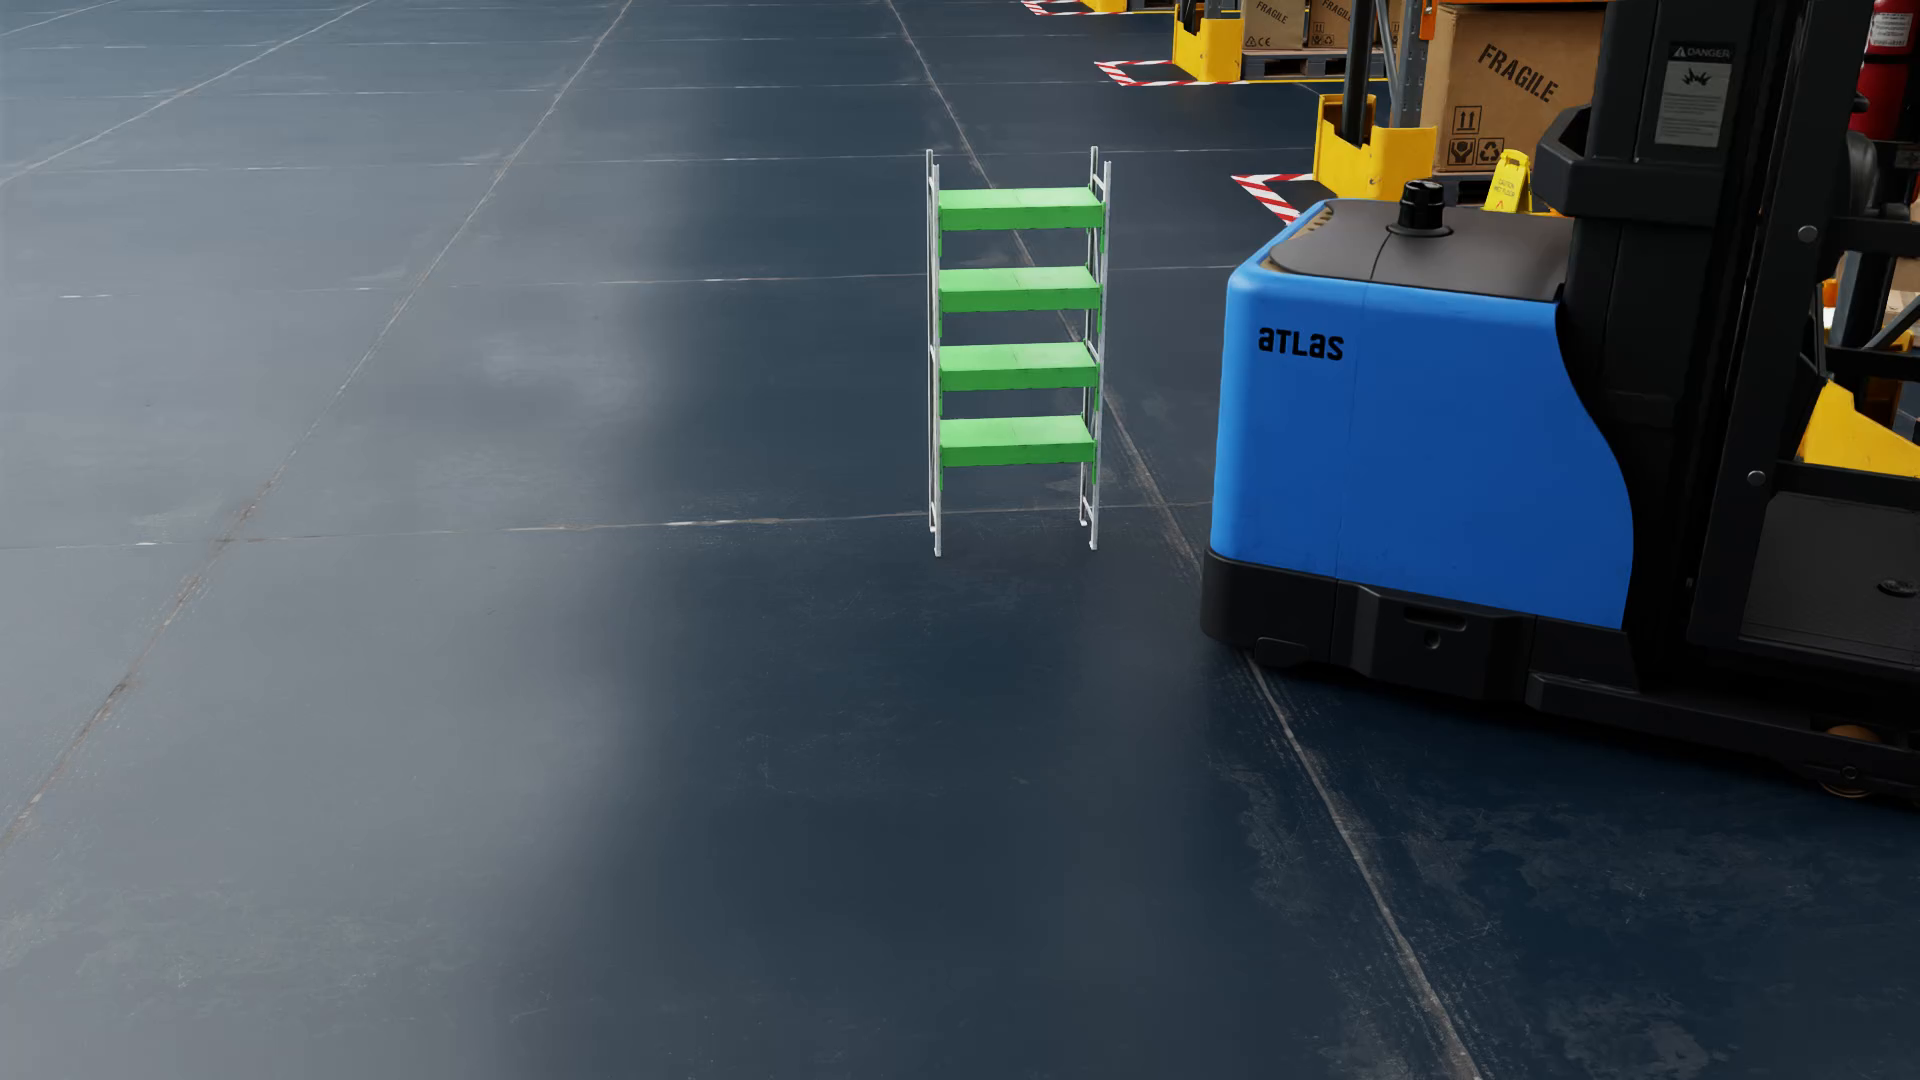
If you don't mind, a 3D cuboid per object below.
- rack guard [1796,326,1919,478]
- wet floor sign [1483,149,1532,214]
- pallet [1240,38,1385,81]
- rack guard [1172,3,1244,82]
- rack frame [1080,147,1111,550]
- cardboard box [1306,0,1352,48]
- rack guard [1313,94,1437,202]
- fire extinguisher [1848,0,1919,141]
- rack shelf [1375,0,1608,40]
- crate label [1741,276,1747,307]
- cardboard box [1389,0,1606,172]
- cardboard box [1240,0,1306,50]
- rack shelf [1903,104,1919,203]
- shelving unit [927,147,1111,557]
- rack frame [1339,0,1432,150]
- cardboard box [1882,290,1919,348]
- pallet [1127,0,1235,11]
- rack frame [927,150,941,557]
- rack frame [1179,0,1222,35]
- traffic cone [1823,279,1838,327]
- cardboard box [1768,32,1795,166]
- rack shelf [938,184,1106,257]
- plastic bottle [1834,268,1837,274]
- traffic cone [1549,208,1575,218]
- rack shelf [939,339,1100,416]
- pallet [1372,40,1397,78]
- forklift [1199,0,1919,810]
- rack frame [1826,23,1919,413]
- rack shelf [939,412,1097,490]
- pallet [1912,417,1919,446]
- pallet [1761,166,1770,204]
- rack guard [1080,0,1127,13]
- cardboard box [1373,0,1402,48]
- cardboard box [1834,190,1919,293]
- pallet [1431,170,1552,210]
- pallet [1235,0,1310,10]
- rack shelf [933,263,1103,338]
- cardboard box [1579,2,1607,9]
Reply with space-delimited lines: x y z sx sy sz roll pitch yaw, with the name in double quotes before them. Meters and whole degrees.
"rack guard" 3.086 -0.260 5.218 0.348 0.500 1.175 -2 24 -5
"wet floor sign" 2.589 -1.518 7.871 0.232 0.644 0.267 -6 25 -14
"pallet" 2.924 -4.151 14.330 1.213 0.211 1.003 -2 24 -5
"rack guard" 2.112 -4.265 14.230 0.348 0.500 1.175 -2 24 -5
"rack frame" 0.408 -0.565 5.043 0.015 1.200 0.240 -2 24 -5
"cardboard box" 3.251 -4.510 14.264 0.500 0.500 0.500 4 24 9
"rack guard" 2.400 -2.252 9.702 0.348 0.500 1.175 -2 24 -5
"fire extinguisher" 2.852 -1.545 5.128 0.183 0.674 0.296 -2 24 -5
"rack shelf" 4.414 -3.147 9.522 4.000 0.370 1.077 -2 24 -5
"crate label" 3.641 -1.121 7.603 0.298 0.136 0.250 -16 29 -32
"cardboard box" 3.092 -2.670 9.663 0.875 0.875 0.875 -2 24 -5
"cardboard box" 2.660 -4.472 14.179 0.500 0.500 0.500 2 24 5
"rack shelf" 5.001 -1.150 5.030 4.000 0.370 1.077 -2 24 -5
"shelving unit" 0.165 -0.555 5.021 0.503 1.200 0.258 -2 24 -5
"rack frame" 2.424 -3.395 9.196 0.127 3.000 1.000 -2 24 -5
"cardboard box" 4.116 -0.965 7.237 0.250 0.149 0.380 10 26 22
"pallet" 2.430 -6.184 18.904 1.213 0.211 1.003 -2 24 -5
"rack frame" -0.078 -0.545 4.999 0.015 1.200 0.240 -2 24 -5
"rack frame" 2.037 -5.404 13.716 0.127 3.000 1.000 -2 24 -5
"traffic cone" 3.312 -0.778 6.431 0.334 0.463 0.336 -2 24 -5
"cardboard box" 4.875 -2.742 9.824 0.875 0.875 0.875 -2 24 -5
"rack shelf" 0.165 -0.935 4.852 0.480 0.148 0.258 -2 24 -5
"plastic bottle" 4.432 -1.373 8.265 0.283 0.061 0.133 -11 26 -23
"traffic cone" 3.092 -1.683 8.468 0.334 0.463 0.336 -2 24 -5
"rack shelf" 0.165 -0.496 5.047 0.480 0.148 0.258 -2 24 -5
"pallet" 4.136 -4.199 14.436 1.213 0.211 1.003 -2 24 -5
"forklift" 2.214 -0.949 3.776 3.031 2.935 1.130 11 26 23
"rack frame" 3.011 -1.399 4.704 0.127 3.000 1.000 -2 24 -5
"rack shelf" 0.165 -0.277 5.145 0.480 0.148 0.258 -2 24 -5
"pallet" 3.898 -0.146 5.318 1.213 0.211 1.003 -2 24 -5
"pallet" 4.423 -2.232 10.012 1.213 0.211 1.003 -2 24 -5
"rack guard" 1.621 -6.286 18.777 0.348 0.500 1.175 -2 24 -5
"cardboard box" 3.876 -4.527 14.303 0.500 0.500 0.500 0 24 0
"cardboard box" 4.510 -1.351 7.671 0.797 0.503 0.637 22 32 40
"pallet" 3.212 -2.185 9.905 1.213 0.211 1.003 -2 24 -5
"pallet" 3.641 -6.232 19.011 1.213 0.211 1.003 -2 24 -5
"rack shelf" 0.165 -0.716 4.950 0.480 0.148 0.258 -2 24 -5
"cardboard box" 3.967 -2.706 9.744 0.875 0.875 0.875 -3 24 -6
